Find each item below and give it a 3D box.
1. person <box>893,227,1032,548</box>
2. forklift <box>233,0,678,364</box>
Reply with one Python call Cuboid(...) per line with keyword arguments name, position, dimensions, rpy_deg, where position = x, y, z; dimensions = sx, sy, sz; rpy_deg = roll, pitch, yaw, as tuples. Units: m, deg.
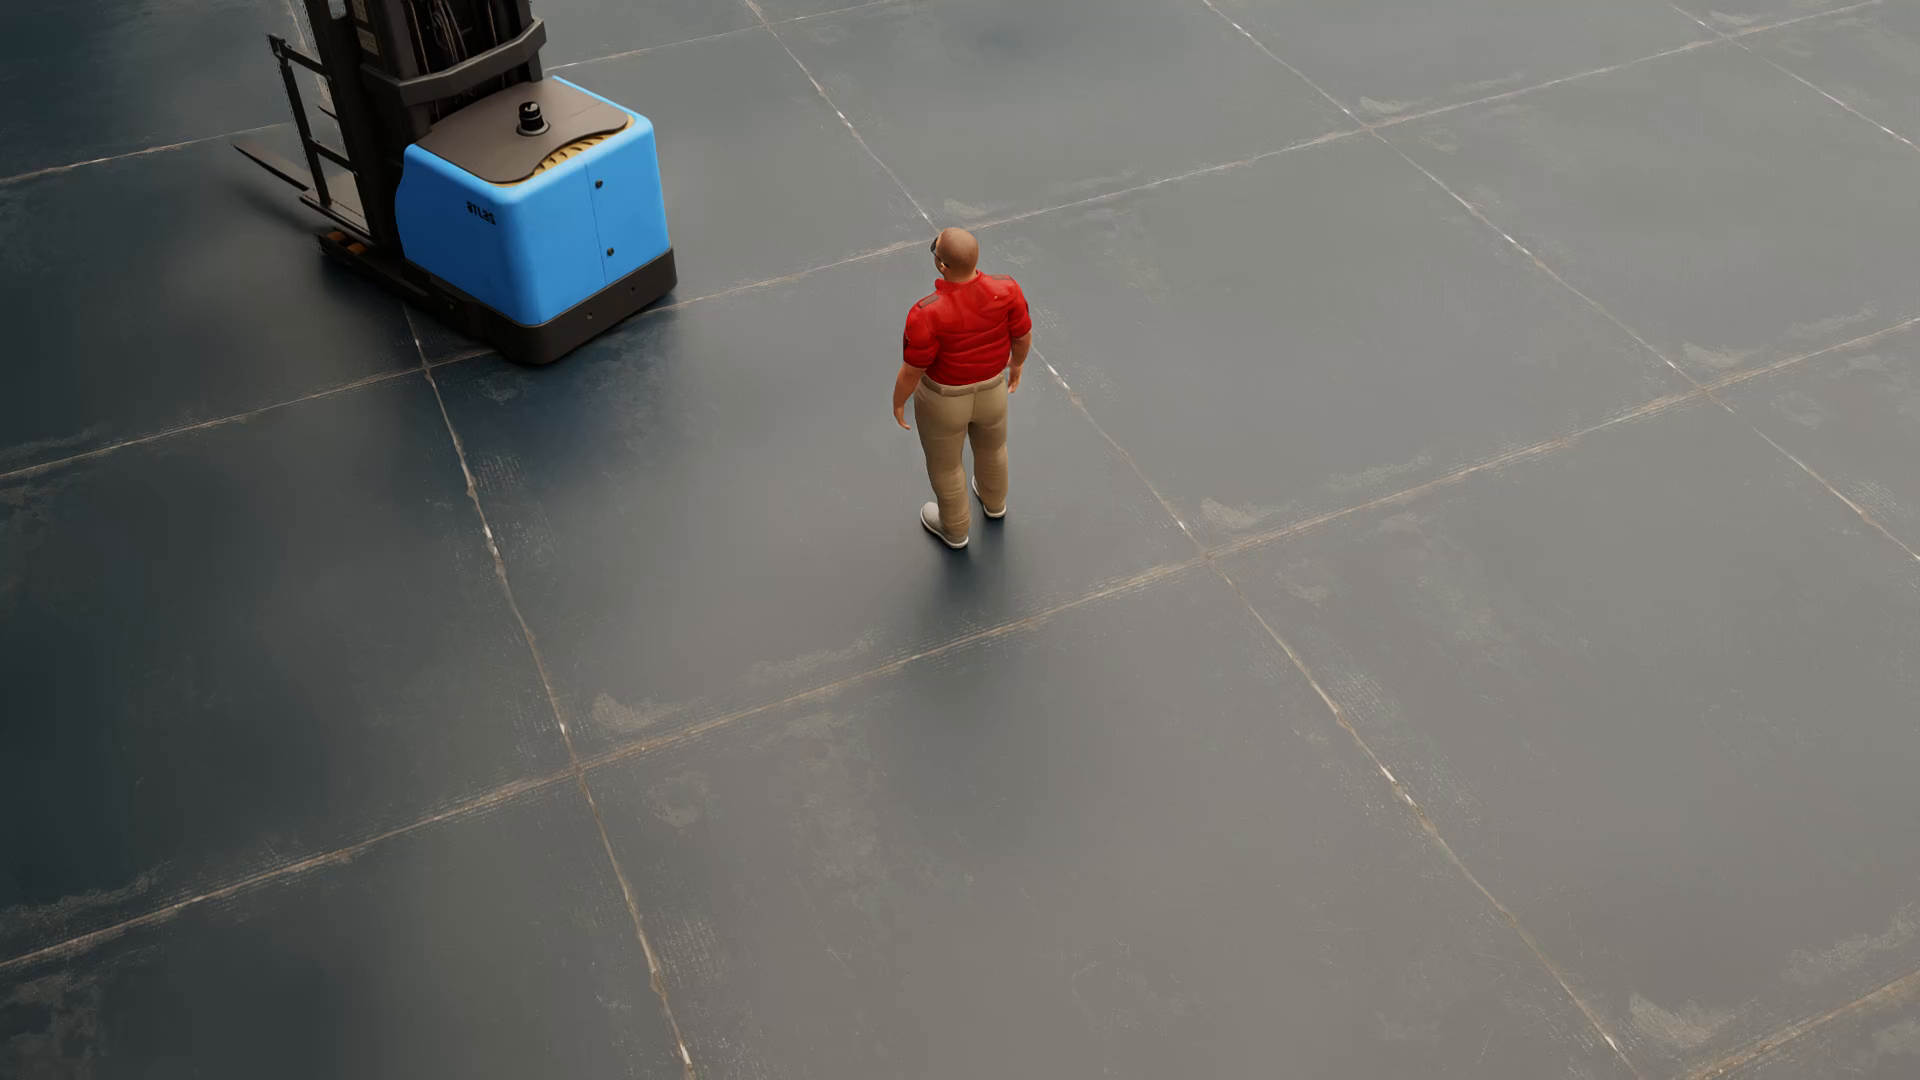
Cuboid(name="person", position=(-0.027, -0.697, 7.296), dimensions=(0.641, 1.728, 0.550), rpy_deg=(-18, 46, -18))
Cuboid(name="forklift", position=(-3.033, -2.840, 8.723), dimensions=(3.031, 2.935, 1.130), rpy_deg=(29, 50, 28))
